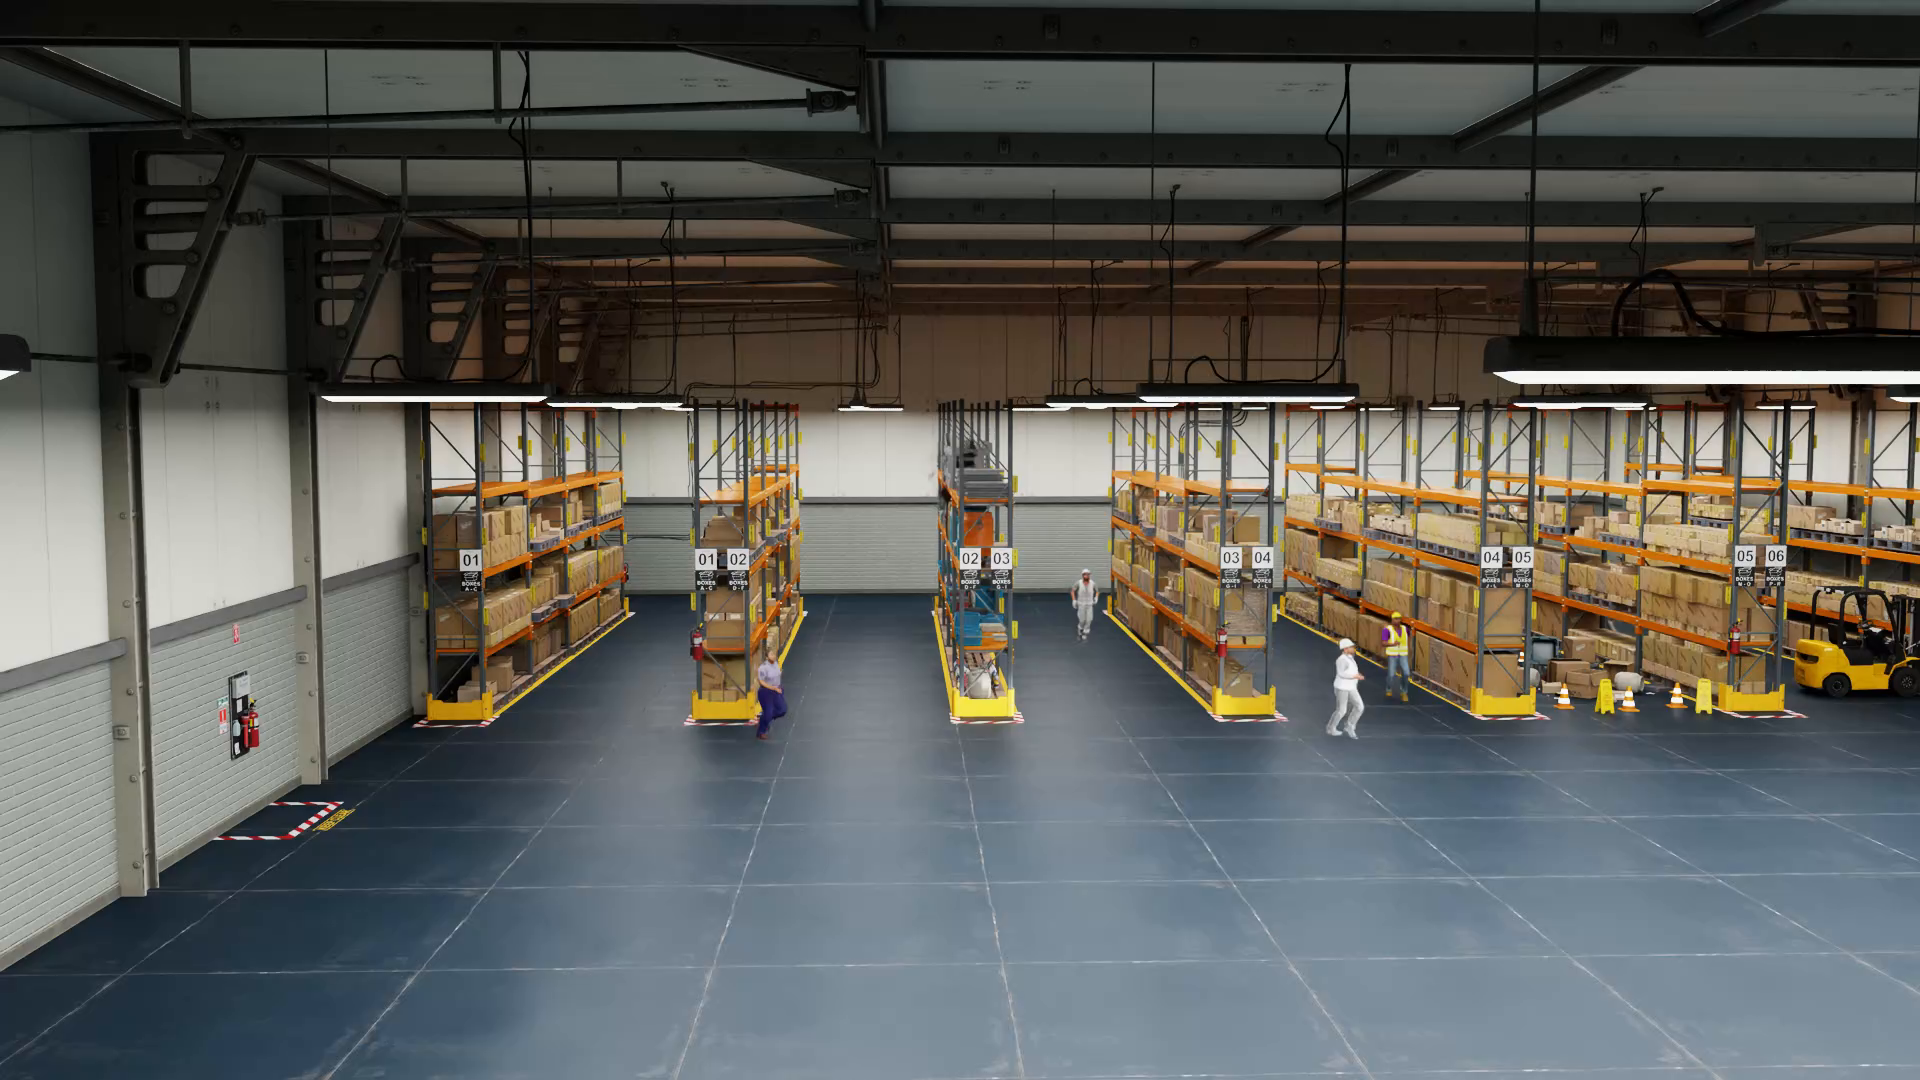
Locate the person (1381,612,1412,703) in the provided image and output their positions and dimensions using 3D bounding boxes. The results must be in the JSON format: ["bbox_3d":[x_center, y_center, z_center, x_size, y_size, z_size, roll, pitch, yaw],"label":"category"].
[{"bbox_3d":[8.709,2.336,33.108,0.684,1.816,0.731,0,4,-3],"label":"person"}]

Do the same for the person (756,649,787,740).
[{"bbox_3d":[-3.304,2.714,29.259,0.612,1.600,0.633,3,5,35],"label":"person"}]

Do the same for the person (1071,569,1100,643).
[{"bbox_3d":[2.993,1.567,39.376,0.668,1.768,0.551,-1,4,-7],"label":"person"}]

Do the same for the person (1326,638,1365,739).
[{"bbox_3d":[6.804,2.633,29.272,0.735,1.811,0.642,3,5,38],"label":"person"}]

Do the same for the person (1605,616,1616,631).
[{"bbox_3d":[16.511,1.705,42.014,0.627,1.680,0.635,0,4,-1],"label":"person"}]
